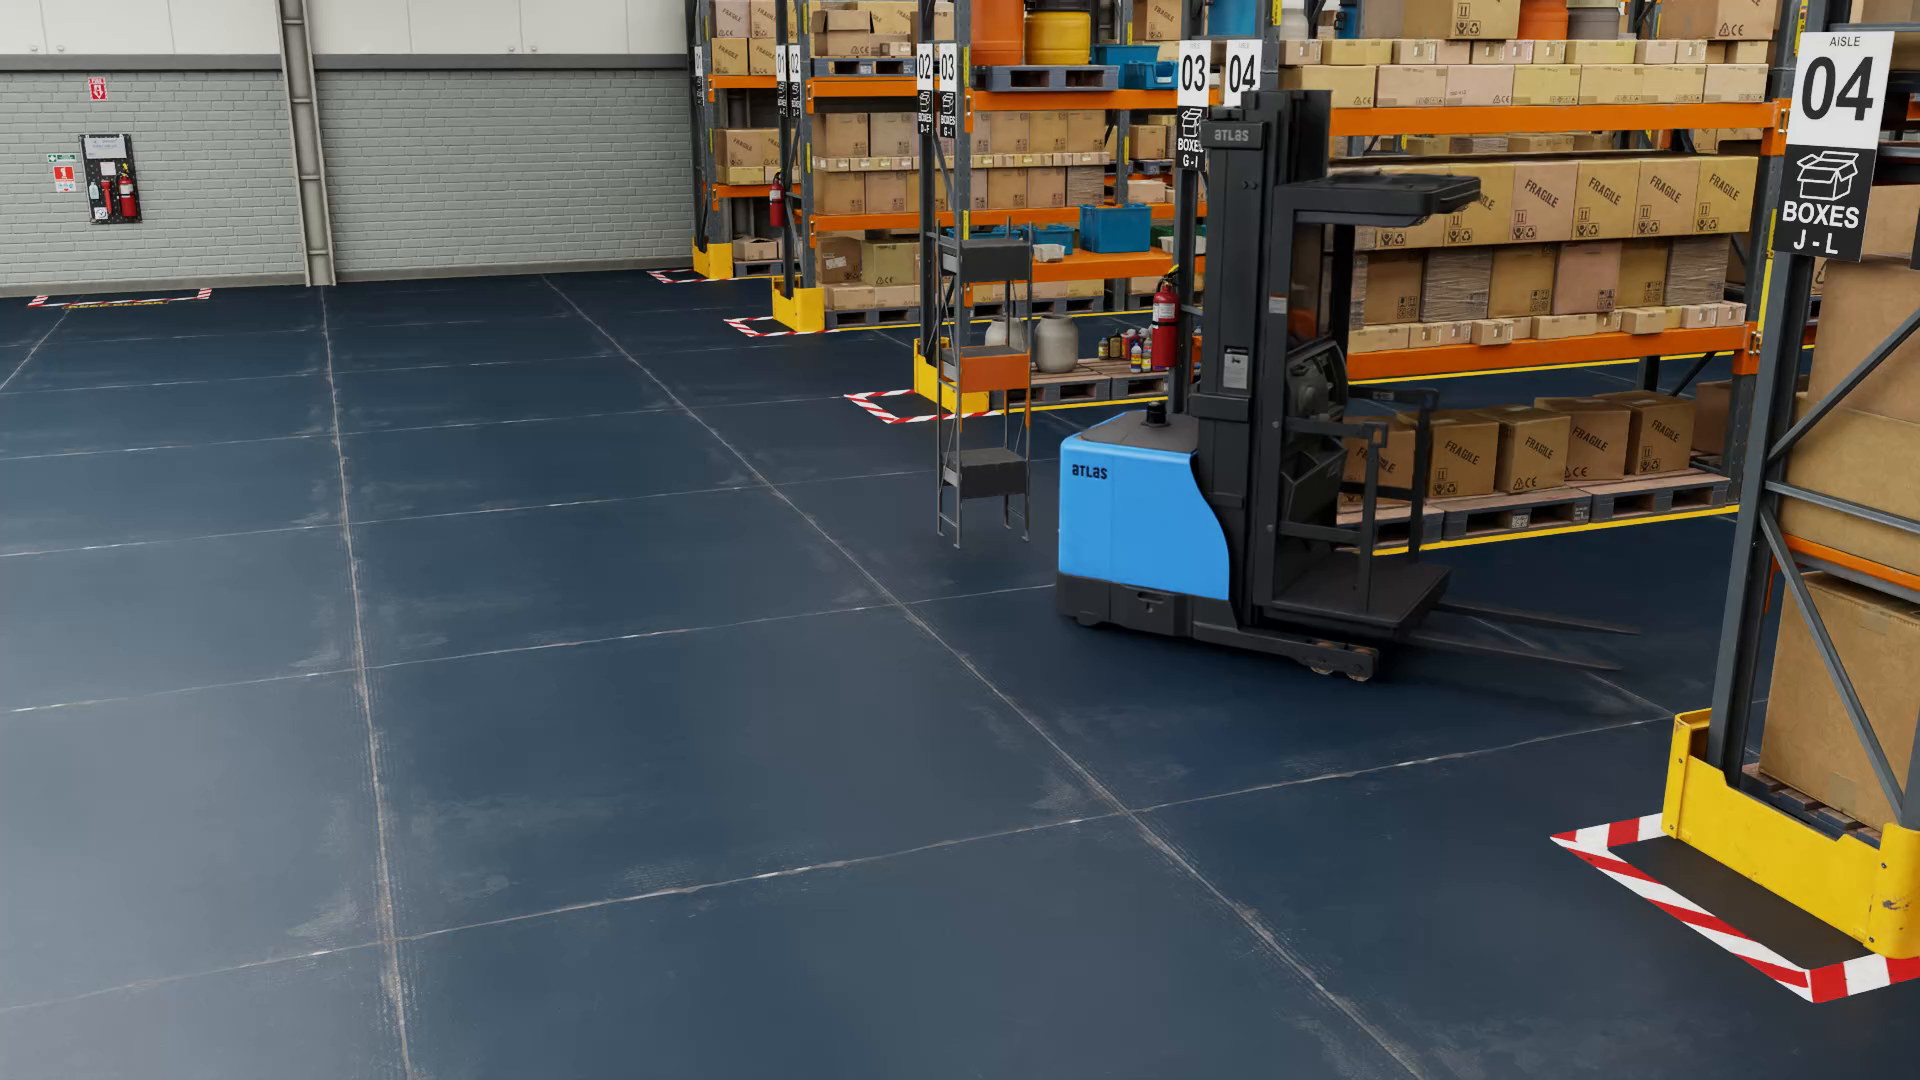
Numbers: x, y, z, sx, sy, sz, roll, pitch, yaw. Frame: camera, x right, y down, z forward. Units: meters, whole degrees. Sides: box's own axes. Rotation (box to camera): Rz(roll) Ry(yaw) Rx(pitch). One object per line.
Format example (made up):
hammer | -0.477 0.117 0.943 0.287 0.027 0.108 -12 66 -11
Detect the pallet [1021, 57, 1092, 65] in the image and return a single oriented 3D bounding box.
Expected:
pallet | 1.038 -5.730 20.120 1.213 0.211 1.003 -6 17 -20

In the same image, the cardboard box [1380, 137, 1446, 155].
cardboard box | 6.108 -5.172 22.464 0.500 0.500 0.700 -13 21 -38

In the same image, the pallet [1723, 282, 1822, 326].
pallet | 6.132 -1.766 12.129 1.213 0.211 1.003 -6 17 -20

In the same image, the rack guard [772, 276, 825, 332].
rack guard | -1.933 -2.821 19.817 0.348 0.500 1.175 -6 17 -20

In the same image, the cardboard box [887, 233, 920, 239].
cardboard box | -0.587 -3.502 20.503 0.500 0.500 0.500 -6 17 -20

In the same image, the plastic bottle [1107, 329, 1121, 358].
plastic bottle | 1.520 -1.944 16.434 0.133 0.283 0.061 -6 17 -19

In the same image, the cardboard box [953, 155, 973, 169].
cardboard box | -0.031 -4.520 19.836 0.250 0.149 0.380 -6 17 -20

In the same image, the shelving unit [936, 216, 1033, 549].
shelving unit | 0.155 -1.024 10.859 0.503 2.100 0.431 -6 17 -20

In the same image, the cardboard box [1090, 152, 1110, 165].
cardboard box | 1.648 -4.701 20.456 0.250 0.149 0.380 -6 17 -20

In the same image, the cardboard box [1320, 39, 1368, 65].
cardboard box | 2.248 -2.942 10.028 0.250 0.149 0.380 -6 17 -19

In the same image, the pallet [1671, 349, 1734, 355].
pallet | 8.050 -2.278 18.481 1.213 0.211 1.003 -6 17 -20

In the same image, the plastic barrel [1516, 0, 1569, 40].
plastic barrel | 5.874 -5.079 16.985 0.708 0.830 0.600 -6 17 -20

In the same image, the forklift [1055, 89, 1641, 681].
forklift | 2.080 -0.847 8.780 3.031 2.935 1.130 9 19 28

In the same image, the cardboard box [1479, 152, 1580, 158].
cardboard box | 3.922 -2.410 11.502 0.500 0.500 0.500 -6 17 -20

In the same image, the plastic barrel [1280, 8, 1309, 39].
plastic barrel | 3.122 -4.825 15.938 0.421 0.512 0.421 0 16 0

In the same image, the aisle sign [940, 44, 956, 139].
aisle sign | -0.104 -3.882 14.380 0.004 0.787 0.394 -6 17 -20

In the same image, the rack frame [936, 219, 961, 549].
rack frame | -0.073 -1.000 10.775 0.015 2.100 0.400 -6 17 -20

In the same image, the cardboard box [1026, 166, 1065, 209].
cardboard box | 0.923 -4.373 20.488 0.500 0.500 0.700 -6 18 -21

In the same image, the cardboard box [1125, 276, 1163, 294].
cardboard box | 2.290 -3.284 21.091 0.500 0.250 0.500 -7 18 -21

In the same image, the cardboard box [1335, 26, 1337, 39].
cardboard box | 6.162 -8.101 27.079 0.500 0.500 0.700 -7 18 -21

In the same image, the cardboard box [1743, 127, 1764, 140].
cardboard box | 11.280 -5.890 23.880 0.500 0.500 0.500 -6 17 -18

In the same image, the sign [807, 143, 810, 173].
sign | -1.717 -4.329 18.841 0.005 0.325 0.100 -6 17 -20

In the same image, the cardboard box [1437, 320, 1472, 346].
cardboard box | 3.147 -1.389 10.951 0.250 0.149 0.380 -6 17 -20

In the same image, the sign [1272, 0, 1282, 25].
sign | 1.825 -3.132 9.564 0.005 0.325 0.100 -6 17 -20

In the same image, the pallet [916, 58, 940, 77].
pallet | -0.100 -5.608 19.705 1.213 0.211 1.003 -6 17 -20

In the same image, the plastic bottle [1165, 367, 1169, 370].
plastic bottle | 1.983 -1.756 15.817 0.097 0.271 0.097 0 16 0

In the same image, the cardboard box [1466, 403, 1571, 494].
cardboard box | 3.895 -0.649 11.674 0.500 0.500 0.500 -8 18 -25

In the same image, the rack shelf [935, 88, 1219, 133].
rack shelf | 1.726 -4.015 15.399 4.000 0.370 1.077 -6 17 -20

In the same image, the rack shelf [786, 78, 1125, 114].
rack shelf | -0.043 -5.318 19.839 4.000 0.370 1.077 -6 17 -20

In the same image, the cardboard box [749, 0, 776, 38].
cardboard box | -2.753 -7.314 23.371 0.500 0.500 0.500 -6 18 -21

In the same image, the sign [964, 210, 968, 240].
sign | 0.052 -2.707 14.501 0.005 0.325 0.100 -6 17 -20

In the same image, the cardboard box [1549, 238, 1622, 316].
cardboard box | 4.014 -1.863 11.412 0.500 0.500 0.875 -6 17 -20

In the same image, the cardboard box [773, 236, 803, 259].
cardboard box | -2.475 -4.350 24.580 0.500 0.311 0.500 -5 17 -15

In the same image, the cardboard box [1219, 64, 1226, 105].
cardboard box | 1.990 -2.899 10.588 0.500 0.250 0.500 -6 17 -19

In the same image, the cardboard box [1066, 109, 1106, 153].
cardboard box | 1.413 -5.050 20.492 0.500 0.500 0.700 -6 17 -20

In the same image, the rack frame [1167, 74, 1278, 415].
rack frame | 1.631 -1.416 10.596 0.127 3.000 1.000 -6 17 -20

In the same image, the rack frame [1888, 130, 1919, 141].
rack frame | 11.064 -3.929 19.154 0.127 3.000 1.000 -6 17 -20

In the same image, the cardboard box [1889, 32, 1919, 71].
cardboard box | 3.501 -1.792 6.075 0.250 0.149 0.380 -6 17 -20

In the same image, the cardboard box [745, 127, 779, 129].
cardboard box | -2.848 -5.775 24.339 0.500 0.500 0.500 -6 17 -19

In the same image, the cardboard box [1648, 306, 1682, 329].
cardboard box | 4.779 -1.568 11.558 0.250 0.149 0.380 -6 17 -20

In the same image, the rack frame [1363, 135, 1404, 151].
rack frame | 5.560 -4.829 22.220 0.127 3.000 1.000 -6 17 -20

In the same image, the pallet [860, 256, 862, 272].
pallet | -1.707 -4.190 24.992 1.213 0.211 1.003 -6 17 -20

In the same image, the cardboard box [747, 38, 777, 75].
cardboard box | -2.770 -6.835 23.514 0.500 0.500 0.500 -5 17 -16

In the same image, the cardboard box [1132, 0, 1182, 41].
cardboard box | 2.415 -6.406 20.457 0.500 0.500 0.500 -6 17 -19

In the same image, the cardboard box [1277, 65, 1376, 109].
cardboard box | 2.173 -2.764 10.129 0.500 0.250 0.500 -6 17 -18

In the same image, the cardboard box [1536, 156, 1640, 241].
cardboard box | 4.111 -2.271 11.028 0.500 0.500 0.500 -6 17 -20

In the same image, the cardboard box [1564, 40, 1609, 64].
cardboard box | 3.937 -3.135 10.684 0.250 0.149 0.380 -5 17 -17

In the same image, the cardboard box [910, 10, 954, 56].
cardboard box | -0.262 -5.874 19.283 0.500 0.500 0.500 -6 17 -20

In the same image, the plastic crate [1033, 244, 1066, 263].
plastic crate | 0.810 -2.598 15.090 0.250 0.136 0.298 -6 17 -20

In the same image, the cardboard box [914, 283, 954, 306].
cardboard box | -0.397 -3.002 20.132 0.500 0.250 0.500 -6 17 -20
